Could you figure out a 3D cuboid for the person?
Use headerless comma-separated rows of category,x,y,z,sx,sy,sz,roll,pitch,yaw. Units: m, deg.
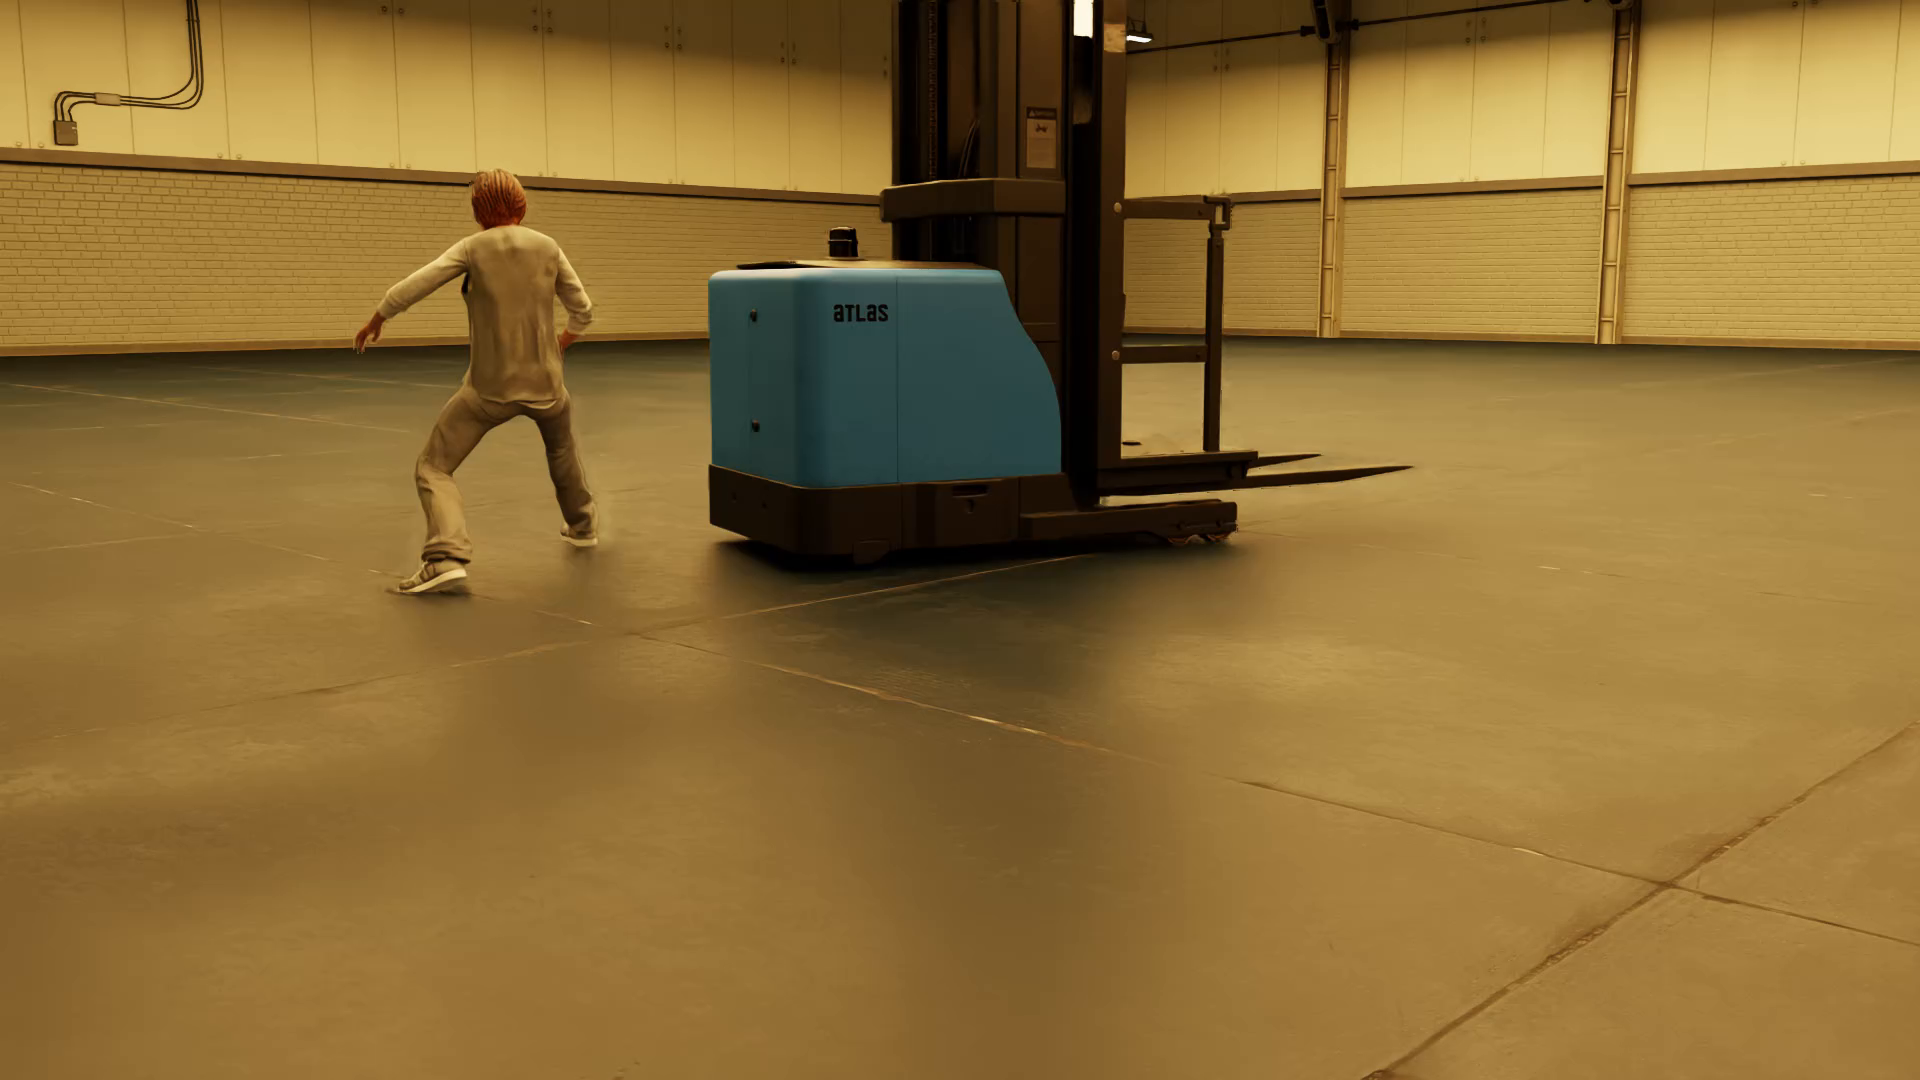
person,-1.655,-0.580,5.942,0.912,1.428,0.900,-6,10,-33

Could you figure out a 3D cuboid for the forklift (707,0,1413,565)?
forklift,0.534,-1.493,6.791,3.031,2.935,1.130,-5,10,-28
